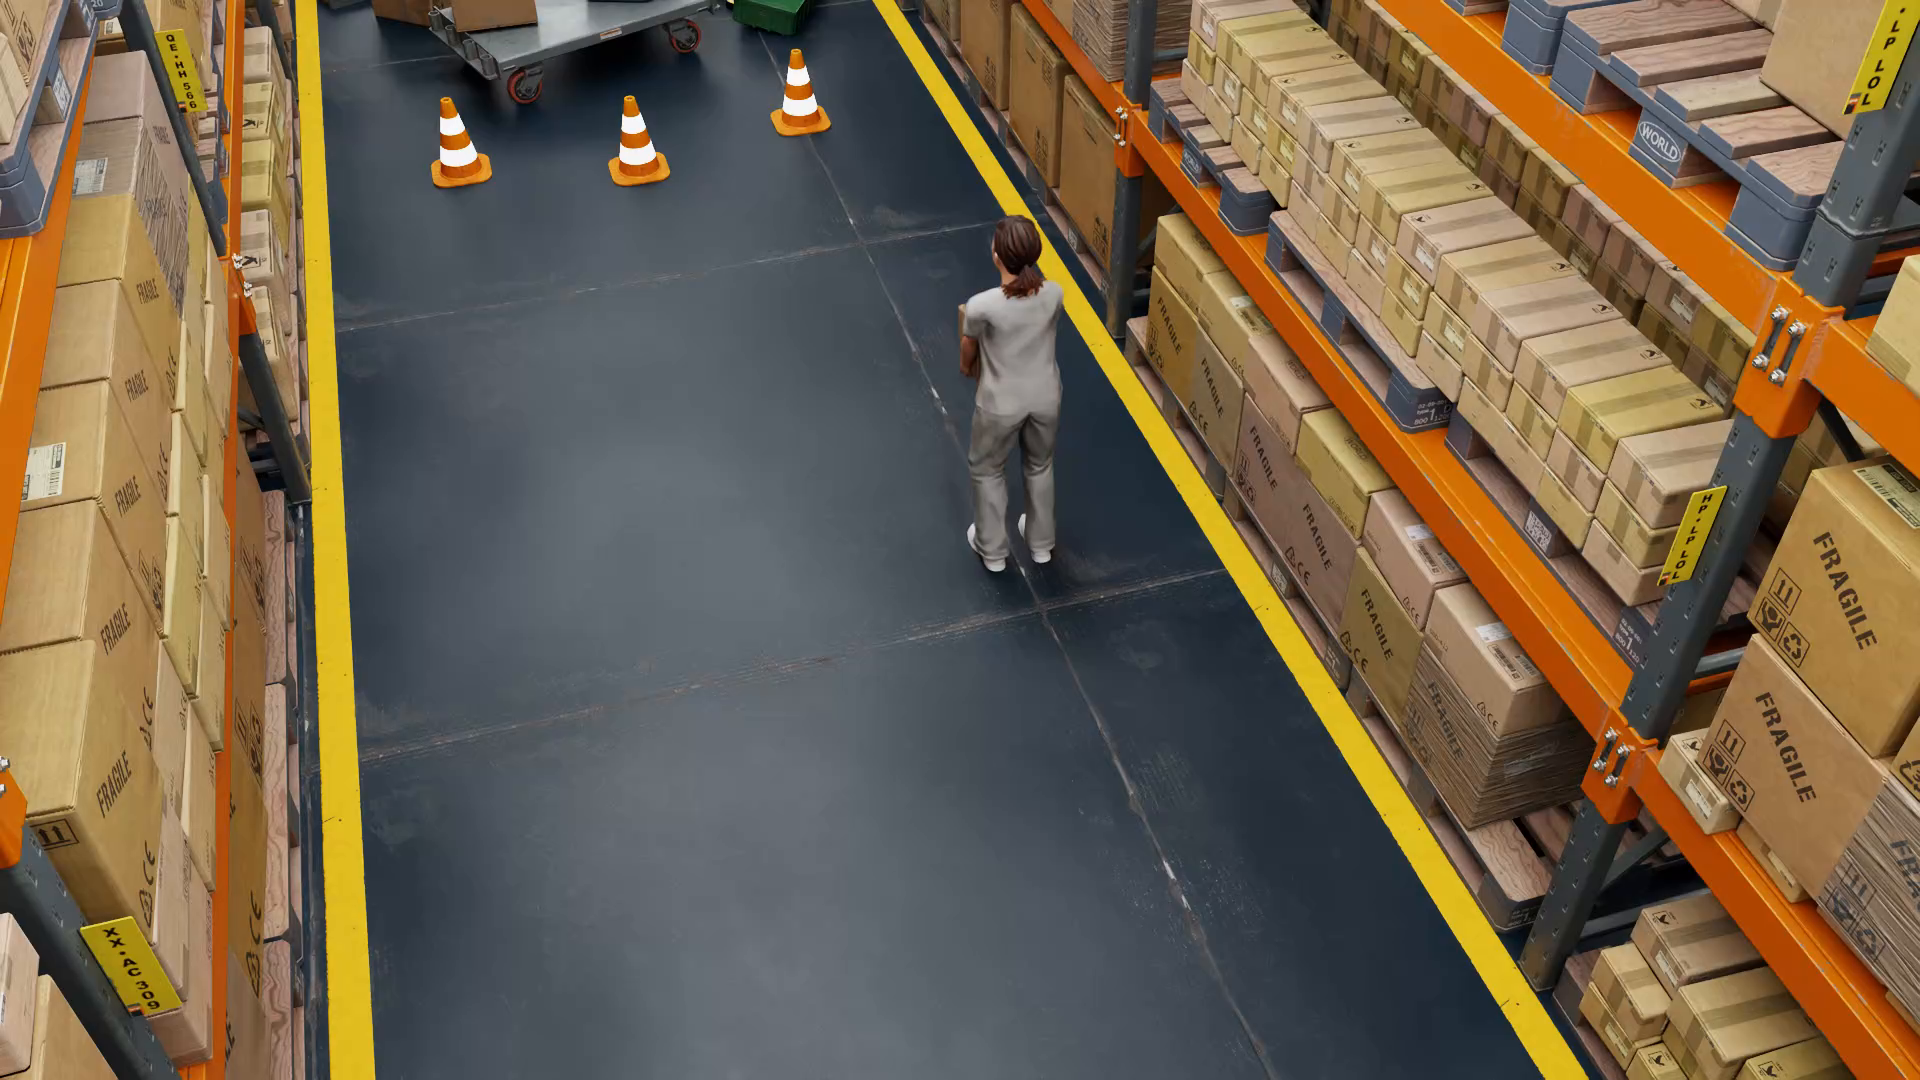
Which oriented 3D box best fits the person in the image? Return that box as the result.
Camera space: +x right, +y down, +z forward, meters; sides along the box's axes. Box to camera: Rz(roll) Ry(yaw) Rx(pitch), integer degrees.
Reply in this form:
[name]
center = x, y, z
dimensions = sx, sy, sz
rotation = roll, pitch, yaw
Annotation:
[person]
center = 0.196, -0.628, 6.860
dimensions = 0.410, 1.667, 0.503
rotation = -12, 44, -13
